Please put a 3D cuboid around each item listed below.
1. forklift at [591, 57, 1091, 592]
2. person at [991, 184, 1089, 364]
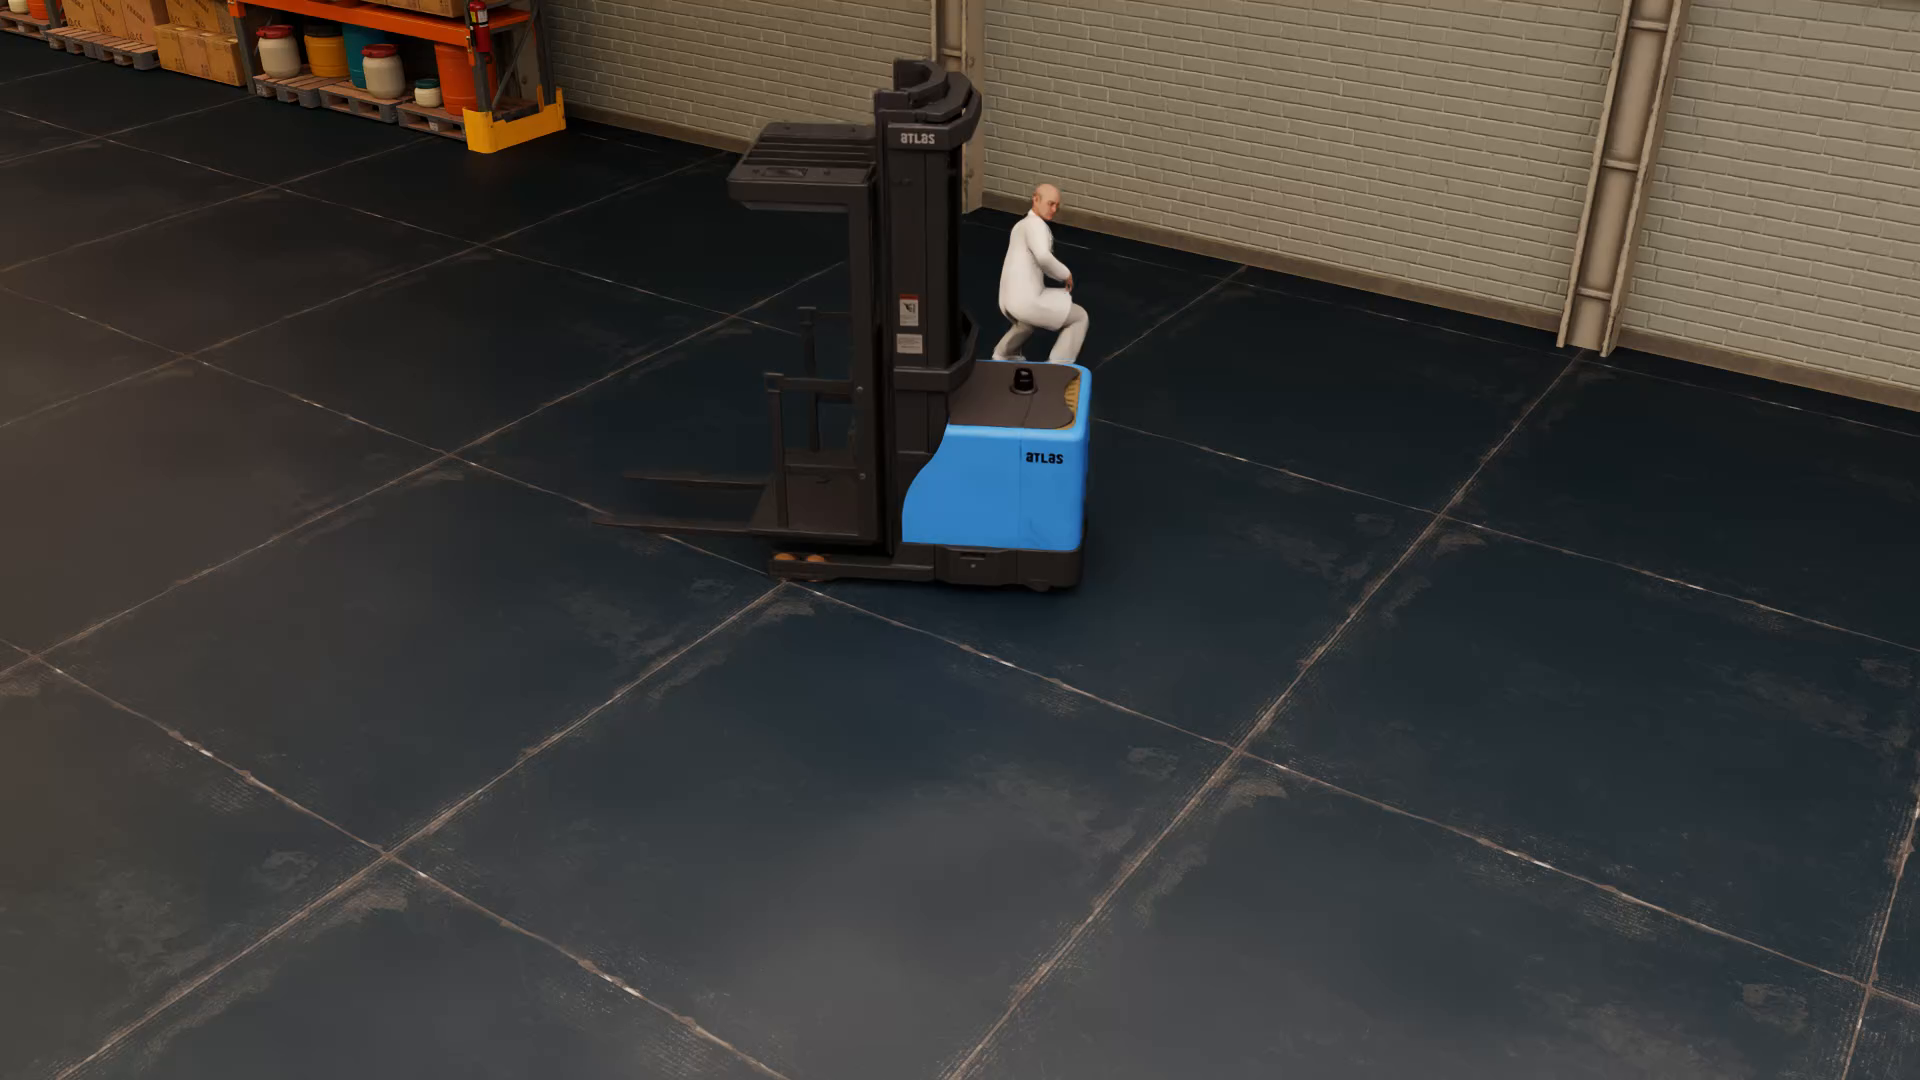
[{"bbox_3d":[-0.734,-1.267,9.763,3.031,2.935,1.130,3,30,6],"label":"forklift"},{"bbox_3d":[0.619,-1.853,12.260,0.782,1.561,0.917,-12,32,-20],"label":"person"}]
